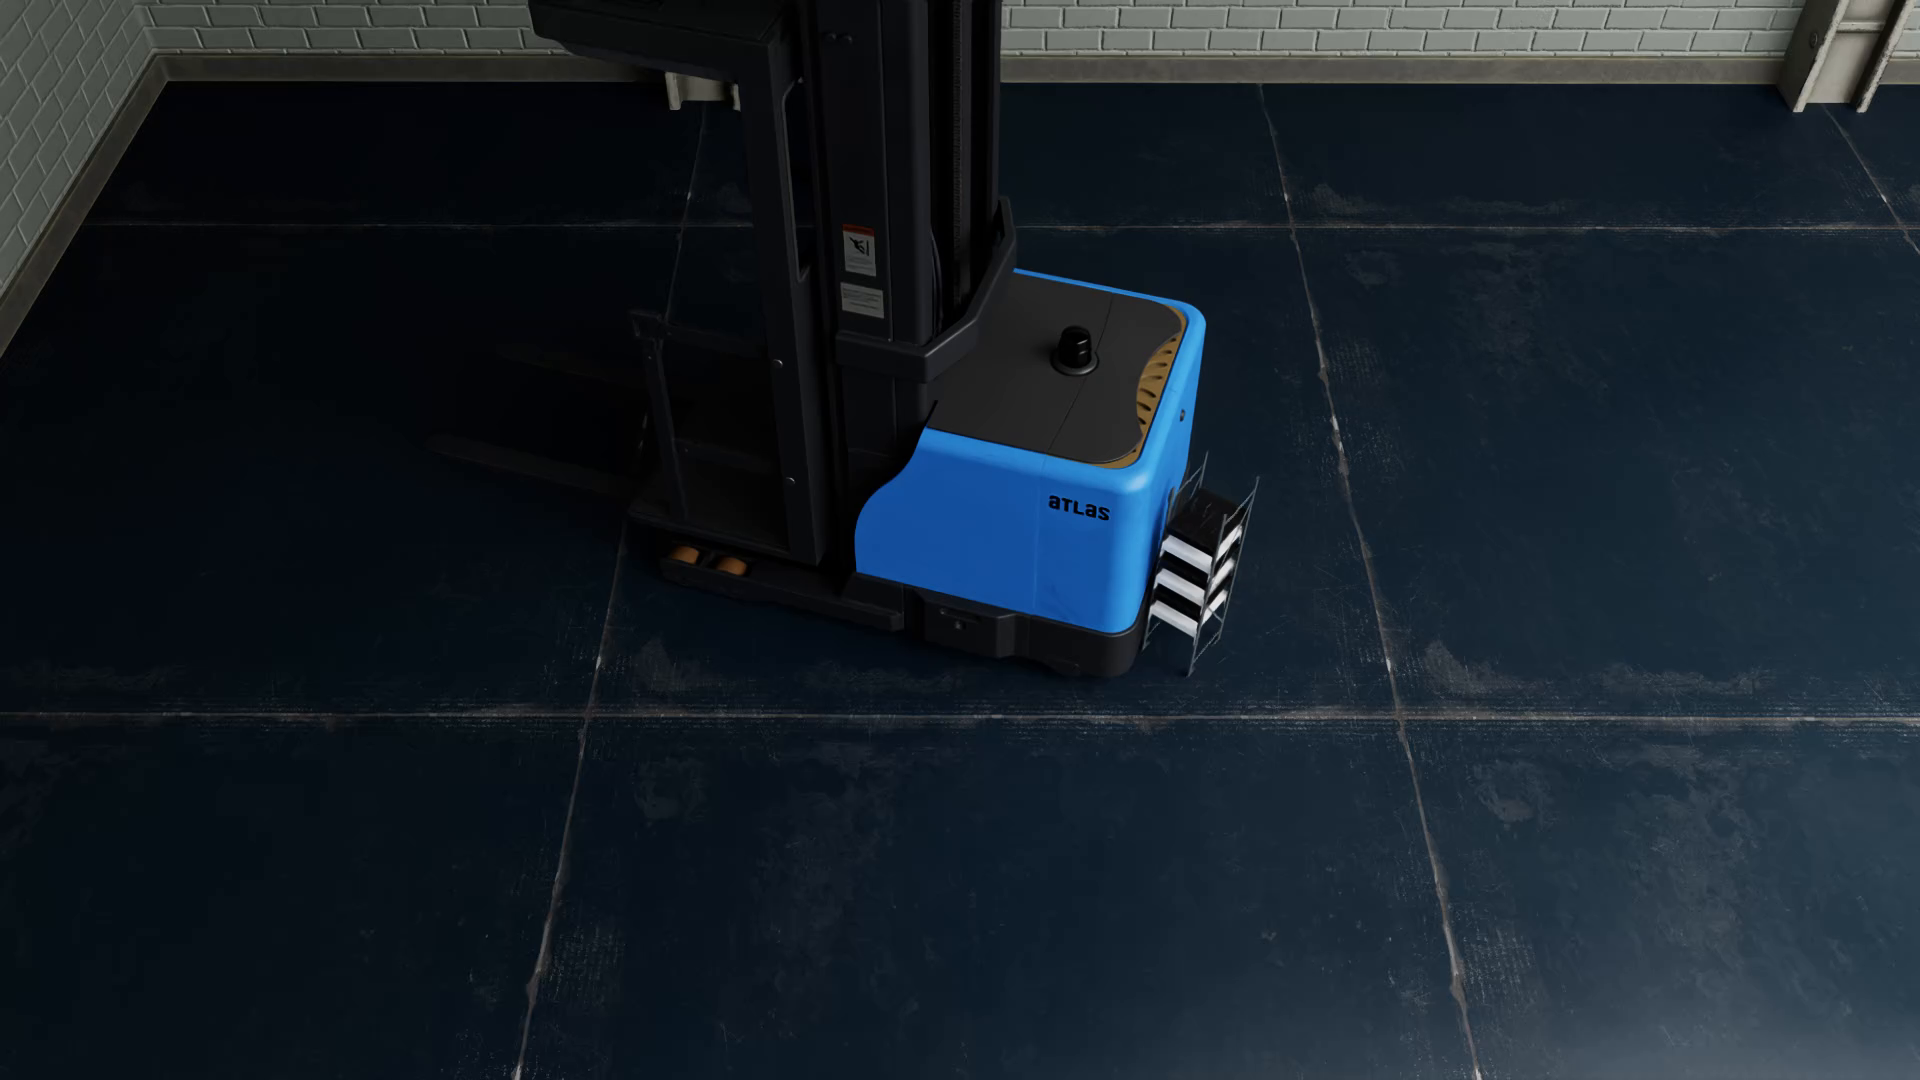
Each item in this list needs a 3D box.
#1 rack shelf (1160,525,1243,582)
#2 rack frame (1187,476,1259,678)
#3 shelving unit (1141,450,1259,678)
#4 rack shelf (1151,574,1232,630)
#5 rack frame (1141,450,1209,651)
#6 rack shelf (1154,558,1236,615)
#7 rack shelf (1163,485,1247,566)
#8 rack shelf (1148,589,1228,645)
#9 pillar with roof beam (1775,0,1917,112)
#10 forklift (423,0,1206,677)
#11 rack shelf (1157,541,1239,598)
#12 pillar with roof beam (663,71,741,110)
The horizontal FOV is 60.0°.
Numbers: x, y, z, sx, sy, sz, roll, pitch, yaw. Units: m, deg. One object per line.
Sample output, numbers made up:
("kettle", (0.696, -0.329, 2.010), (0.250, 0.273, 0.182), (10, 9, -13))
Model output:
("rack shelf", (0.866, 0.005, 5.925), (0.200, 0.077, 0.258), (30, 54, 22))
("rack frame", (0.943, 0.149, 5.996), (0.006, 0.900, 0.240), (30, 54, 22))
("shelving unit", (0.861, 0.102, 6.034), (0.210, 0.900, 0.258), (30, 54, 22))
("rack shelf", (0.857, 0.184, 6.127), (0.200, 0.077, 0.258), (30, 54, 22))
("rack frame", (0.779, 0.055, 6.072), (0.006, 0.900, 0.240), (30, 54, 22))
("rack shelf", (0.860, 0.124, 6.059), (0.200, 0.077, 0.258), (30, 54, 22))
("rack shelf", (0.869, -0.055, 5.857), (0.200, 0.077, 0.258), (30, 54, 22))
("rack shelf", (0.854, 0.244, 6.194), (0.200, 0.077, 0.258), (30, 54, 22))
("pillar with roof beam", (4.626, -2.313, 2.755), (0.400, 9.000, 9.100), (0, 47, 0))
("forklift", (-0.661, -1.126, 5.796), (3.031, 2.935, 1.130), (13, 48, 12))
("rack shelf", (0.863, 0.065, 5.992), (0.200, 0.077, 0.258), (30, 54, 22))
("pillar with roof beam", (-1.374, -2.329, 2.770), (0.400, 9.000, 9.100), (0, 47, 0))
